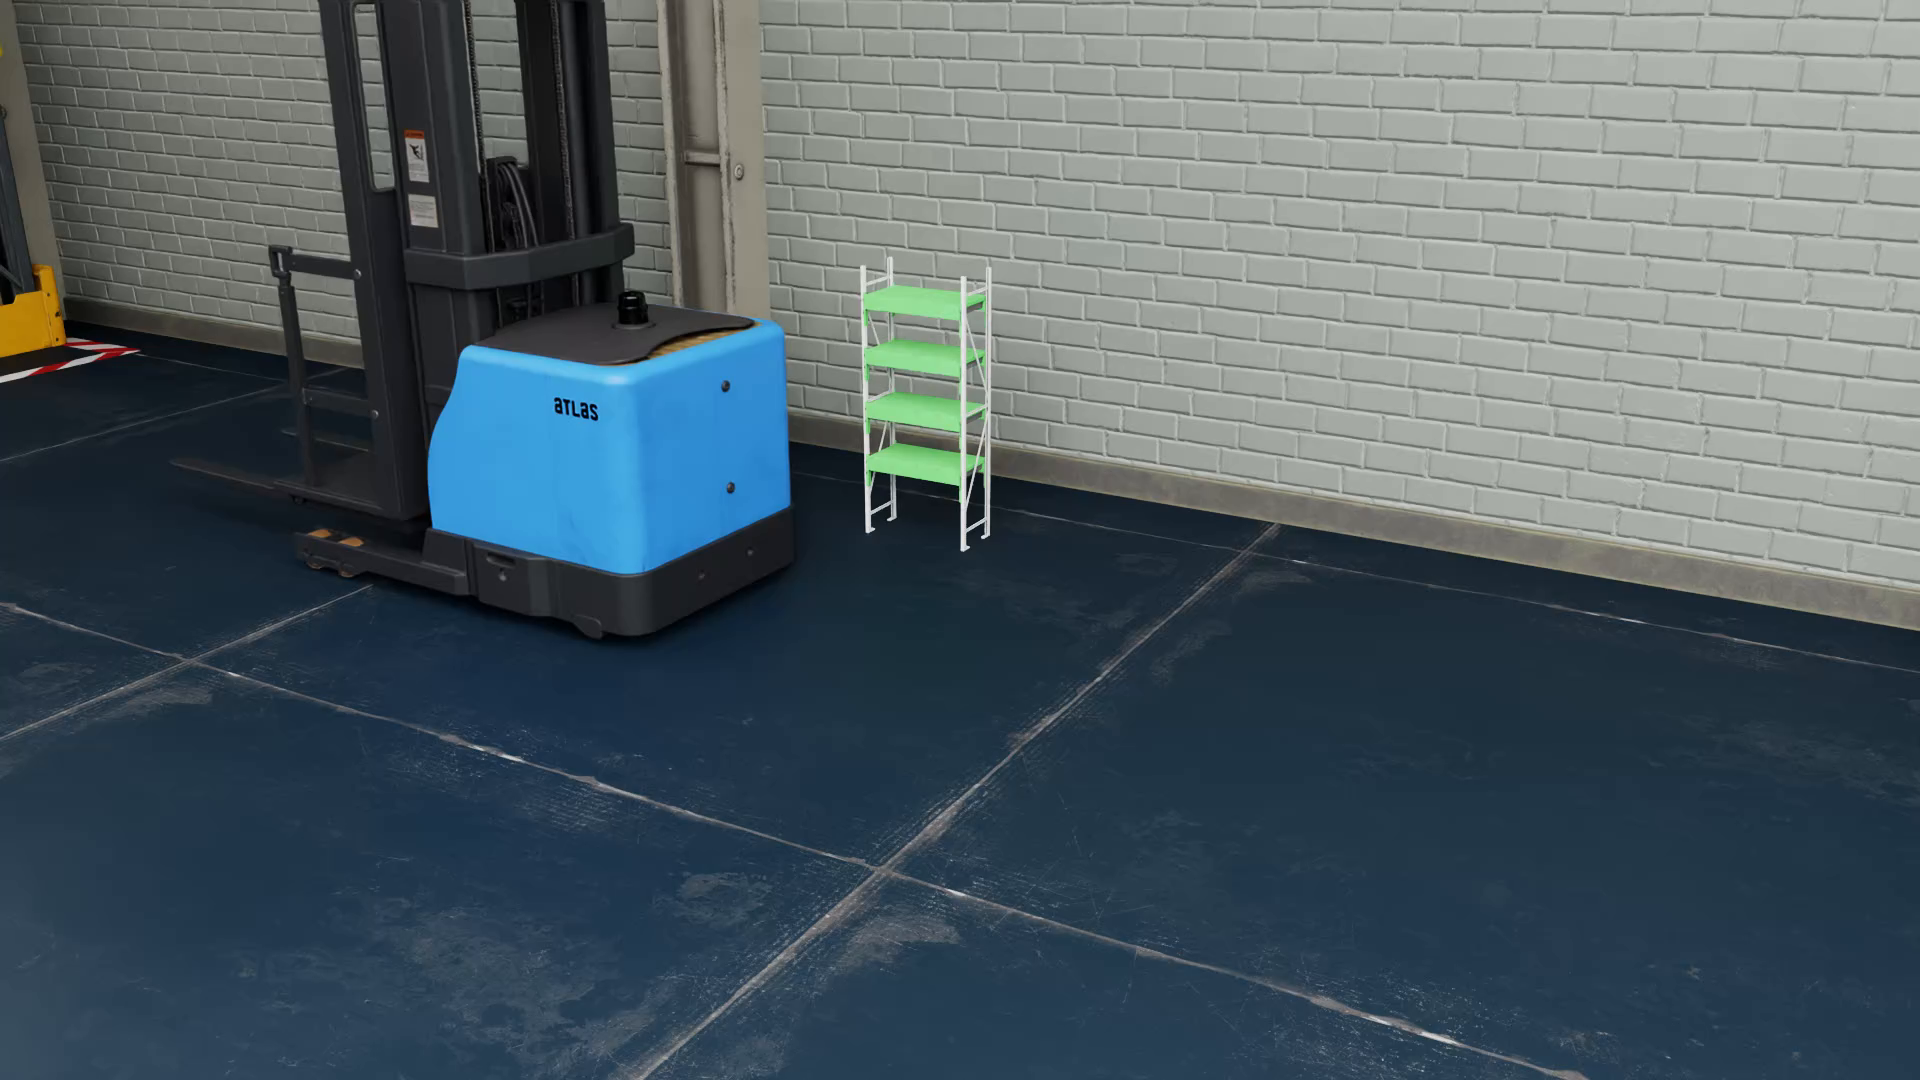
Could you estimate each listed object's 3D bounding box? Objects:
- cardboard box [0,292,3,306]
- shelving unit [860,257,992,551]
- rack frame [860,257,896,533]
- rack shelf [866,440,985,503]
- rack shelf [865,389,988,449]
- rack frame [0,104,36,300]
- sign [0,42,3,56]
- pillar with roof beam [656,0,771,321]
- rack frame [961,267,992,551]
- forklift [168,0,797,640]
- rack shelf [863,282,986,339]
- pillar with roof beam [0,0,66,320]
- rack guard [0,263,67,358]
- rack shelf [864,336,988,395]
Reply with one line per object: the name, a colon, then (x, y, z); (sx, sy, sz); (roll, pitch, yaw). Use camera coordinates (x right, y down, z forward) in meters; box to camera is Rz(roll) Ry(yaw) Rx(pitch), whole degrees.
cardboard box: (-6.635, -1.610, 10.820); (0.500, 0.250, 0.500); (11, 23, 28)
shelving unit: (-0.145, -0.592, 7.236); (0.503, 1.200, 0.258); (11, 23, 27)
rack frame: (-0.358, -0.632, 7.348); (0.015, 1.200, 0.240); (11, 23, 27)
rack shelf: (-0.145, -0.306, 7.340); (0.480, 0.148, 0.258); (11, 23, 27)
rack shelf: (-0.145, -0.531, 7.258); (0.480, 0.148, 0.258); (11, 23, 27)
rack frame: (-6.301, -2.565, 10.037); (0.127, 3.000, 1.000); (11, 23, 27)
sign: (-6.025, -3.173, 10.329); (0.005, 0.325, 0.100); (11, 23, 27)
pillar with roof beam: (-3.331, -3.490, 3.789); (0.400, 9.000, 9.100); (11, 23, 27)
rack frame: (0.068, -0.551, 7.124); (0.015, 1.200, 0.240); (11, 23, 27)
forklift: (-2.209, -1.360, 6.817); (3.031, 2.935, 1.130); (12, 23, 29)
rack shelf: (-0.145, -0.983, 7.094); (0.480, 0.148, 0.258); (11, 23, 27)
pillar with roof beam: (-8.569, -4.488, 6.540); (0.400, 9.000, 9.100); (11, 23, 27)
rack guard: (-6.280, -1.386, 10.452); (0.348, 0.500, 1.175); (11, 23, 27)
rack shelf: (-0.145, -0.757, 7.176); (0.480, 0.148, 0.258); (11, 23, 27)
